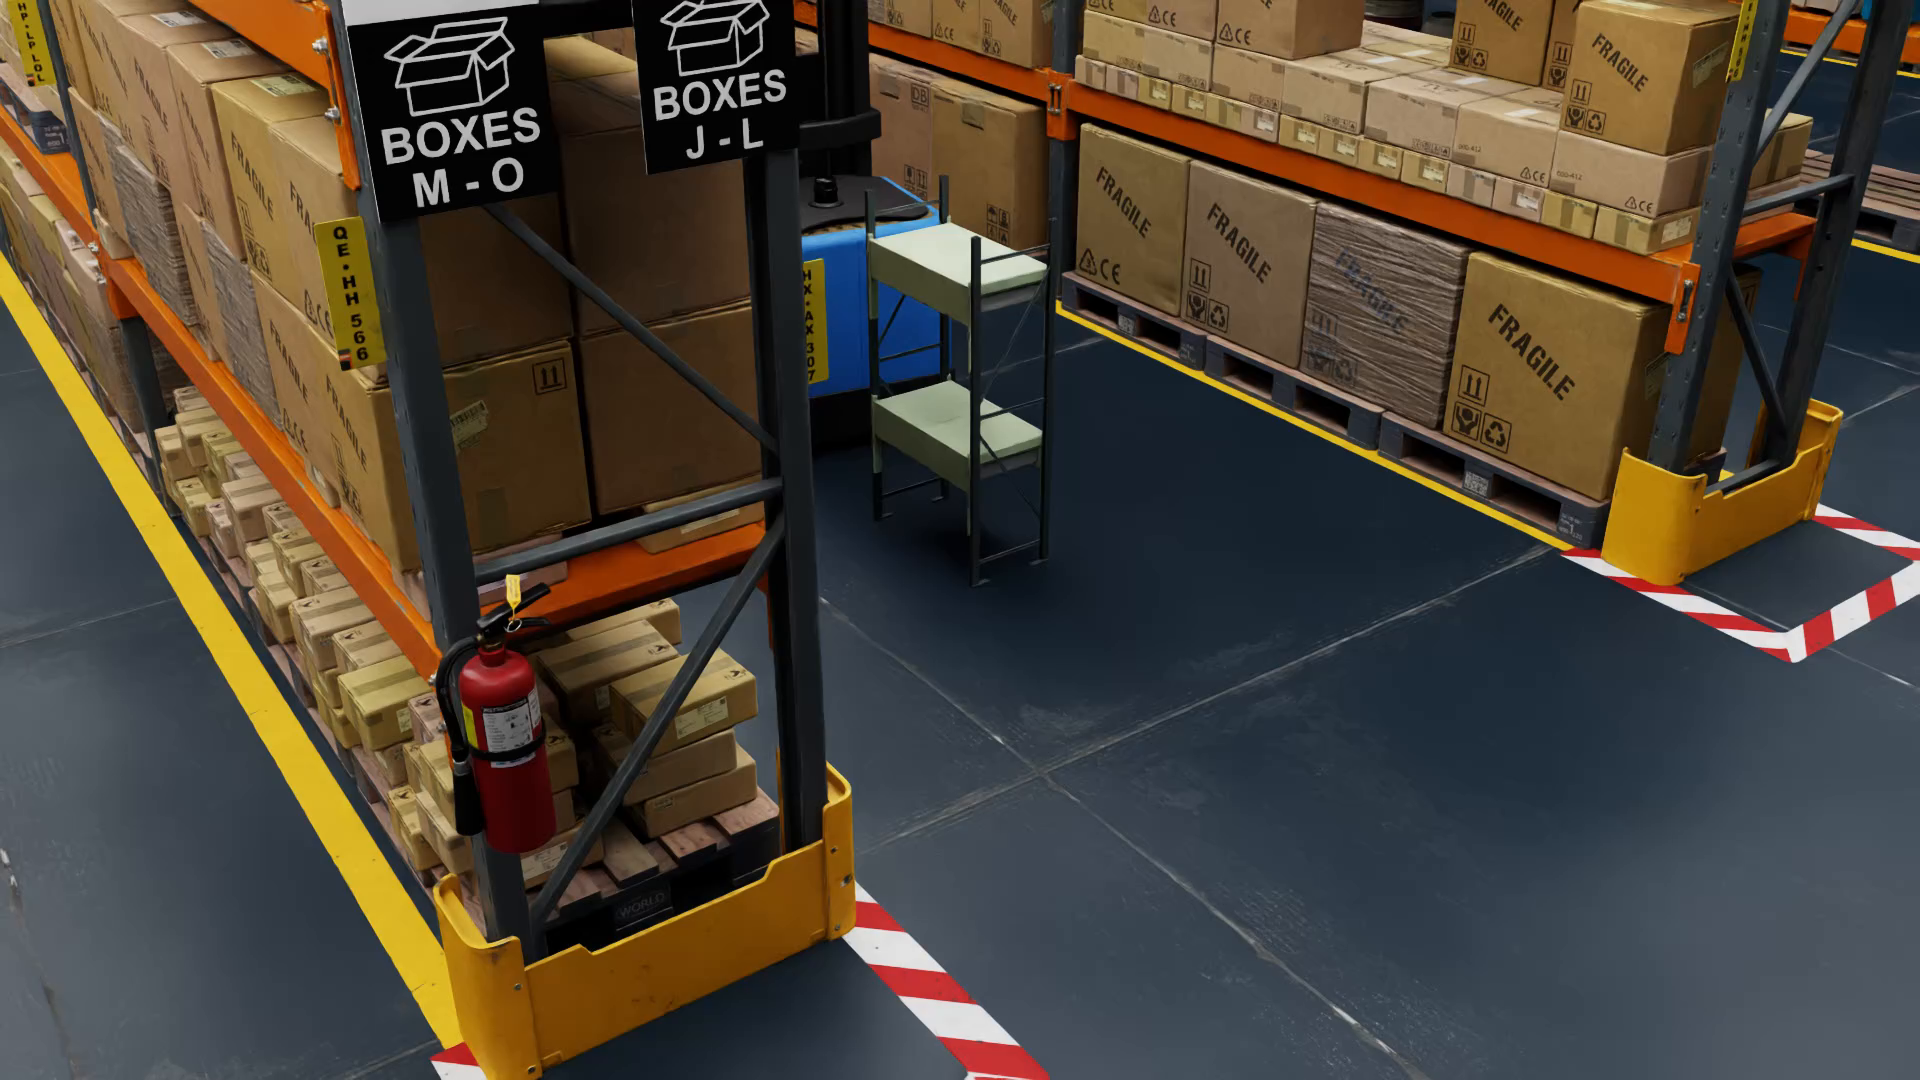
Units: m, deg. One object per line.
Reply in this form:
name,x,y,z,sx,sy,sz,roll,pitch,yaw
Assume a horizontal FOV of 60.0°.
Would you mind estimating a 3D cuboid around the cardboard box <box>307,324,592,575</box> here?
cardboard box,-1.294,-0.295,4.233,0.500,0.500,0.500,-18,33,-30

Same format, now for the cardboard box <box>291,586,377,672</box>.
cardboard box,-1.989,0.268,5.537,0.380,0.149,0.250,-17,33,-29

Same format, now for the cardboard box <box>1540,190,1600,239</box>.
cardboard box,2.649,-1.388,6.926,0.380,0.149,0.250,-18,33,-30

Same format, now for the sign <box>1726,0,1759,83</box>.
sign,2.825,-1.818,5.994,0.100,0.325,0.005,-19,34,-31

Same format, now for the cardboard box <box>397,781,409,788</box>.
cardboard box,-1.613,0.706,5.354,0.380,0.149,0.250,-19,34,-31

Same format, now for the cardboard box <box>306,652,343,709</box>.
cardboard box,-1.976,0.396,5.614,0.380,0.149,0.250,-18,33,-30

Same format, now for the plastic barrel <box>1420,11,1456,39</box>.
plastic barrel,4.023,-4.103,13.830,0.421,0.512,0.421,0,29,0

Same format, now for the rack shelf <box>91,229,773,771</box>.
rack shelf,-1.984,-0.478,5.741,1.077,0.370,4.000,-19,34,-31

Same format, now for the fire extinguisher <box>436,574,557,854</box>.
fire extinguisher,-1.053,0.407,3.829,0.296,0.674,0.183,-19,34,-31

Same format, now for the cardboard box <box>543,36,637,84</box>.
cardboard box,-1.165,-1.073,4.619,0.500,0.500,0.500,-18,33,-29

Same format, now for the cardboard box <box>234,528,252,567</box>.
cardboard box,-2.665,-0.002,6.658,0.380,0.149,0.250,-20,34,-32

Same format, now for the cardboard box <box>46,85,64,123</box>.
cardboard box,-3.975,-2.041,7.688,0.380,0.149,0.250,-21,35,-33

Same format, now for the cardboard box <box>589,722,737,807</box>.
cardboard box,-0.918,0.646,5.153,0.380,0.149,0.250,-17,33,-29

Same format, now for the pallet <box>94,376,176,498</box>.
pallet,-3.596,-0.648,8.223,1.003,0.211,1.213,-19,34,-31

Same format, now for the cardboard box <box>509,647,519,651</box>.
cardboard box,-1.537,0.247,5.888,0.380,0.149,0.250,-21,35,-33

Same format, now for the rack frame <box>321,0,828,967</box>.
rack frame,-0.823,-0.017,4.137,1.000,3.000,0.127,-19,34,-31

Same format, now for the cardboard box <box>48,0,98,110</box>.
cardboard box,-3.080,-1.943,6.220,0.500,0.500,0.500,-18,33,-29

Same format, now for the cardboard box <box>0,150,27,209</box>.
cardboard box,-4.967,-2.010,9.201,0.500,0.250,0.500,-19,34,-31

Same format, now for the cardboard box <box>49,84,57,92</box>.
cardboard box,-3.993,-2.181,7.634,0.380,0.149,0.250,-20,34,-32

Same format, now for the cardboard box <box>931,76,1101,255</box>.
cardboard box,0.568,-2.399,10.311,1.225,0.875,0.875,-19,34,-30

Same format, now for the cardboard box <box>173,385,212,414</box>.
cardboard box,-3.113,-0.573,7.087,0.380,0.149,0.250,-17,33,-29

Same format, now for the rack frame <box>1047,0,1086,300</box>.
rack frame,0.955,-2.905,9.457,1.000,3.000,0.127,-19,34,-31

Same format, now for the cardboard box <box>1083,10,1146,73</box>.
cardboard box,1.014,-2.715,8.952,0.500,0.250,0.500,-19,34,-32

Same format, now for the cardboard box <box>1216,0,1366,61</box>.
cardboard box,1.610,-2.648,8.043,0.500,0.500,0.500,-20,34,-32

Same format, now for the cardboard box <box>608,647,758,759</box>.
cardboard box,-0.851,0.493,5.124,0.380,0.149,0.250,-21,35,-33

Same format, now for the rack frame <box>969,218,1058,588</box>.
rack frame,0.208,-0.519,6.635,0.400,1.500,0.023,-19,34,-31

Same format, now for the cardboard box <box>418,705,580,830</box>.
cardboard box,-1.337,0.655,4.825,0.380,0.149,0.250,-18,33,-30

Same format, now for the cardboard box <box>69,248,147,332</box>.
cardboard box,-3.782,-1.207,7.722,0.500,0.250,0.500,-20,34,-32

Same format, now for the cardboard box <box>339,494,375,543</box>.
cardboard box,-1.514,-0.155,4.656,0.380,0.149,0.250,-19,34,-31

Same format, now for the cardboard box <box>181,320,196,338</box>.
cardboard box,-2.592,-0.868,5.969,0.380,0.149,0.250,-18,33,-30

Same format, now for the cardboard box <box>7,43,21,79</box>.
cardboard box,-4.598,-2.456,8.452,0.380,0.149,0.250,-18,33,-30

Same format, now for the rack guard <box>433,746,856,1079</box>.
rack guard,-0.867,1.052,4.788,1.175,0.500,0.348,-19,34,-31

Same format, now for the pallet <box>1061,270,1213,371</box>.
pallet,1.333,-1.363,9.538,1.003,0.211,1.213,-19,34,-31

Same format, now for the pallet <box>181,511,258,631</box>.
pallet,-2.725,-0.095,7.204,1.003,0.211,1.213,-19,34,-31

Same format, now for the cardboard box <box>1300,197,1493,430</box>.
cardboard box,2.311,-1.182,8.069,0.875,0.875,0.875,-19,34,-31

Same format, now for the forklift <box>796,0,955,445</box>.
forklift,-1.122,-2.387,8.574,1.130,2.935,3.031,-13,31,-23

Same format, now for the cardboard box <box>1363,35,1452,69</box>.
cardboard box,2.315,-2.274,8.140,0.500,0.250,0.500,-20,34,-32

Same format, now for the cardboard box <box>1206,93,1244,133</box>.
cardboard box,1.464,-2.182,8.389,0.380,0.149,0.250,-19,34,-31

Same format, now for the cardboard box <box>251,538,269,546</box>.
cardboard box,-2.509,-0.027,6.392,0.380,0.149,0.250,-17,33,-28

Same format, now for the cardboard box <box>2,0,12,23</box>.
cardboard box,-4.448,-2.620,8.132,0.380,0.149,0.250,-19,34,-31

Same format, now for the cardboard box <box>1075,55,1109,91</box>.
cardboard box,0.856,-2.588,9.135,0.380,0.149,0.250,-19,34,-31

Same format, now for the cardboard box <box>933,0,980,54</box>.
cardboard box,0.180,-3.250,9.986,0.500,0.500,0.500,-18,33,-29

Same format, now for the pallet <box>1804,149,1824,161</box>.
pallet,5.448,-2.776,12.140,1.003,0.211,1.213,-19,34,-31

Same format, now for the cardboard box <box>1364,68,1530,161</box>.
cardboard box,2.189,-1.925,7.497,0.500,0.250,0.500,-20,34,-32

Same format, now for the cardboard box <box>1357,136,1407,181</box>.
cardboard box,2.056,-1.785,7.656,0.380,0.149,0.250,-19,34,-30

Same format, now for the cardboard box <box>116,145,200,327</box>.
cardboard box,-2.506,-1.088,5.693,0.500,0.500,0.500,-20,34,-32

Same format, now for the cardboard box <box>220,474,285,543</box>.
cardboard box,-2.563,-0.149,6.304,0.380,0.149,0.250,-18,33,-30

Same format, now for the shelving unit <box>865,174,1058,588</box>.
shelving unit,-0.004,-0.662,6.897,0.431,1.500,0.755,-19,34,-31

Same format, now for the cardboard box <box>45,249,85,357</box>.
cardboard box,-4.369,-1.276,8.635,0.500,0.500,0.500,-20,34,-32

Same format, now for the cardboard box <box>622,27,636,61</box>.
cardboard box,-2.436,-4.241,14.074,0.700,0.500,0.500,-16,32,-27

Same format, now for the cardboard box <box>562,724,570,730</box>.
cardboard box,-1.235,0.586,5.576,0.380,0.149,0.250,-18,33,-30

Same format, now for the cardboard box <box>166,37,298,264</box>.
cardboard box,-1.894,-1.136,4.735,0.500,0.500,0.500,-17,33,-28
